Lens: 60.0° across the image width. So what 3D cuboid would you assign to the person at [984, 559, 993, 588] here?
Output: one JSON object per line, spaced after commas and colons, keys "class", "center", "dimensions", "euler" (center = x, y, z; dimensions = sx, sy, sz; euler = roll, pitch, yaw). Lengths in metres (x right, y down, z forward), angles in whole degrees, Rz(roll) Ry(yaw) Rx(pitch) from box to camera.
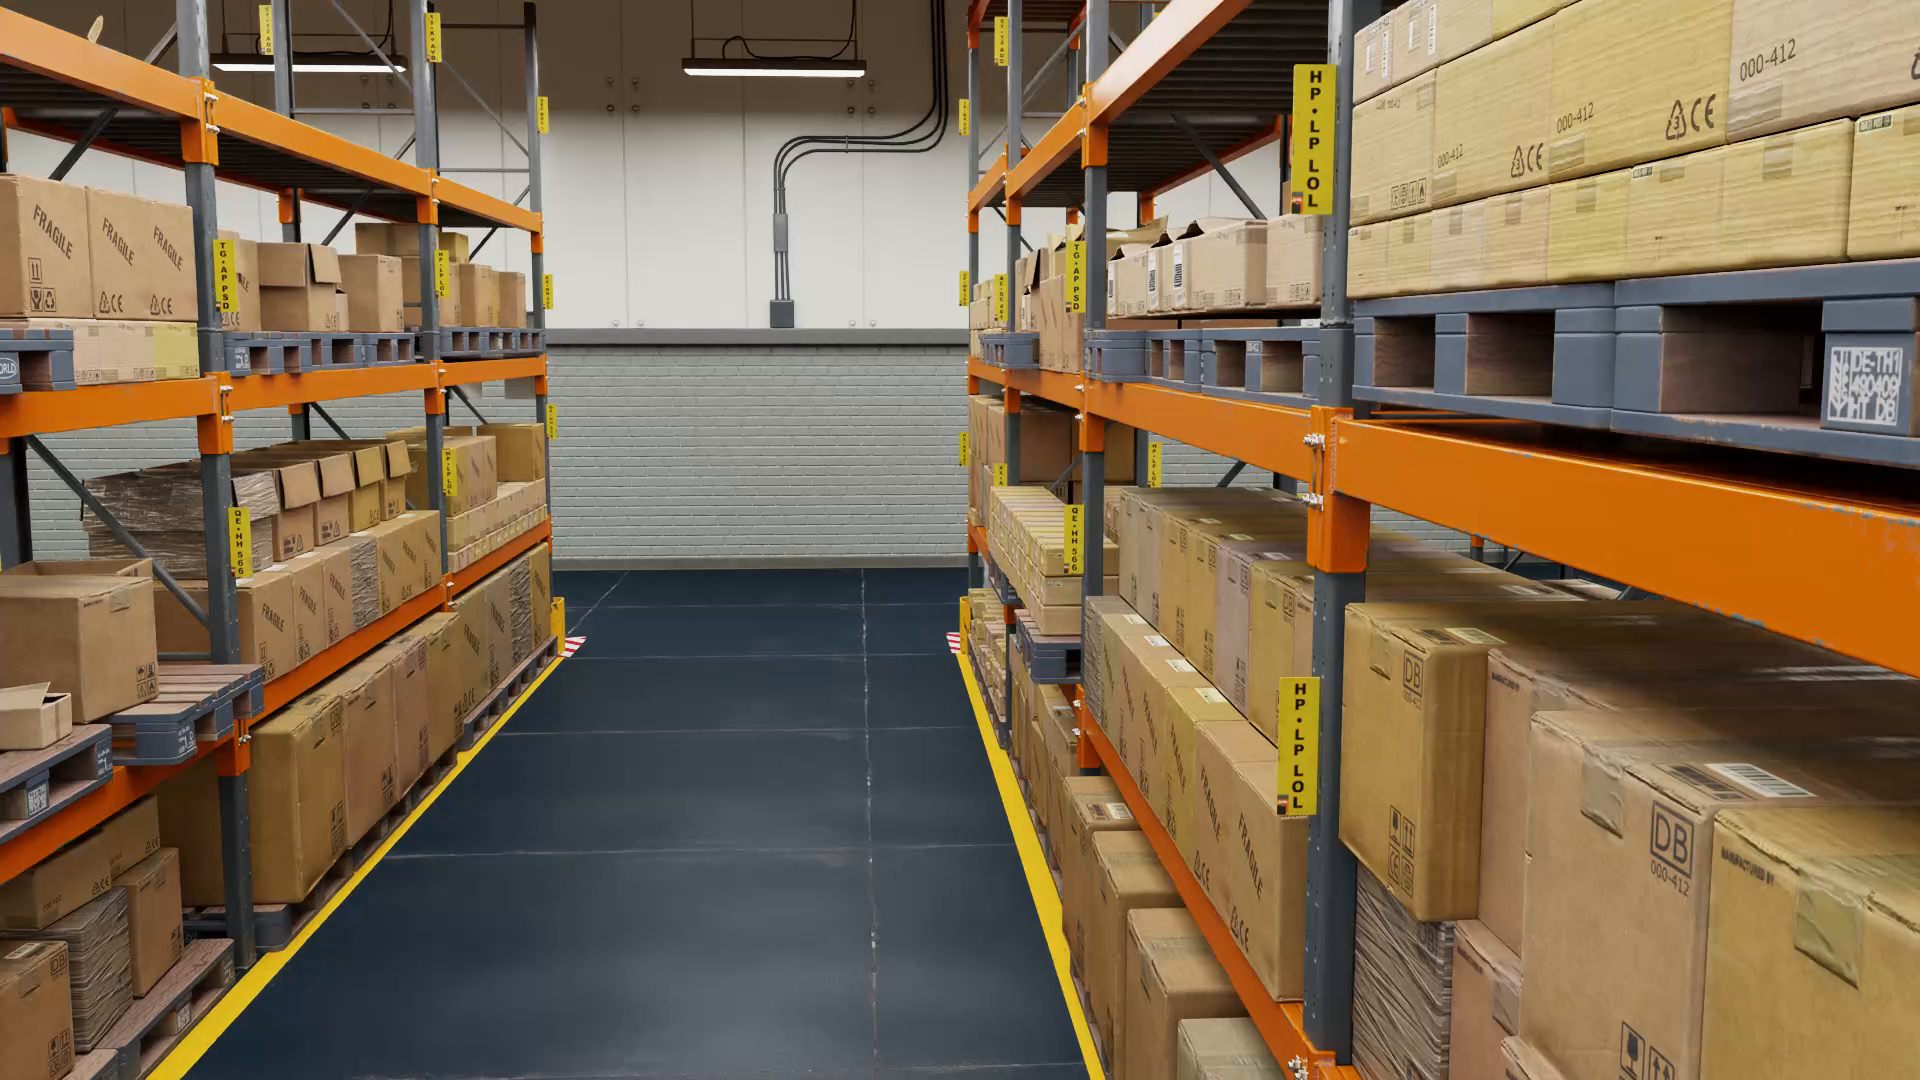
{"class": "person", "center": [0.452, 0.011, 17.654], "dimensions": [0.466, 1.676, 0.429], "euler": [-1, 7, -5]}
